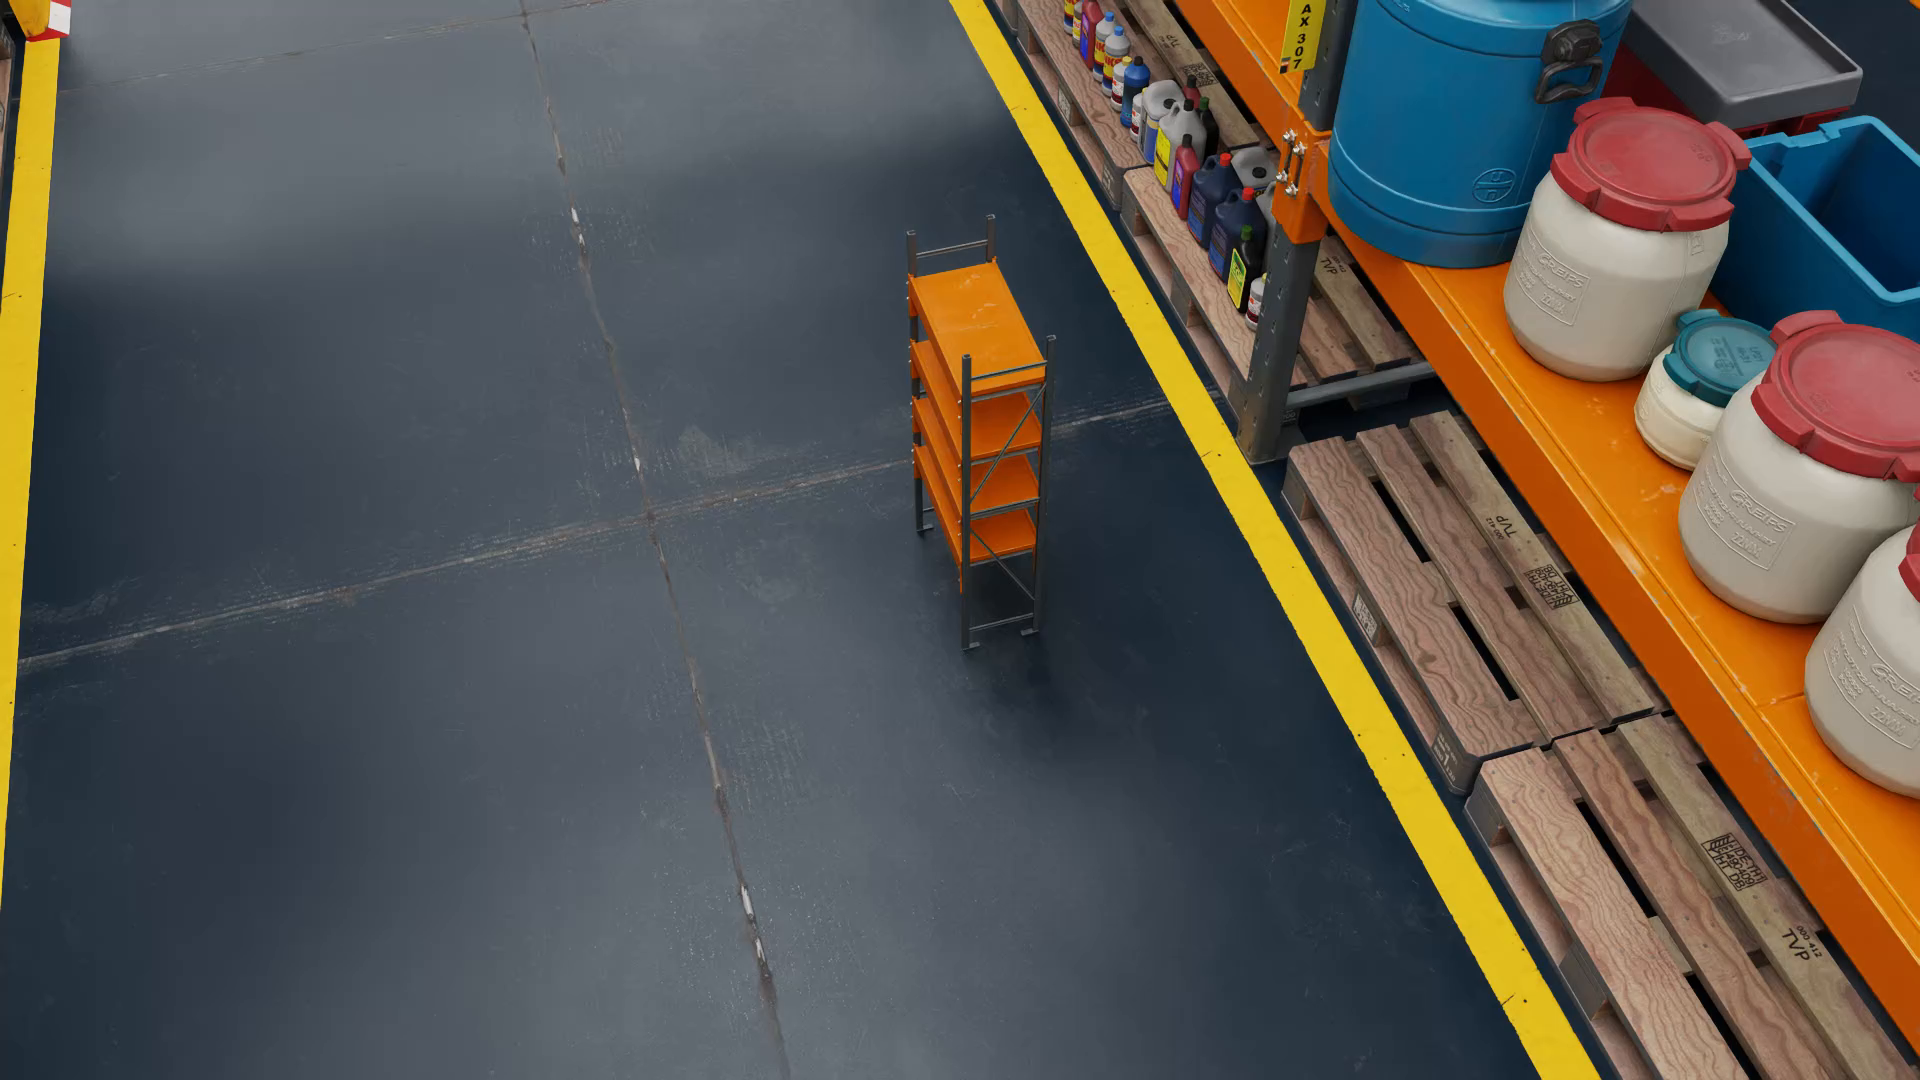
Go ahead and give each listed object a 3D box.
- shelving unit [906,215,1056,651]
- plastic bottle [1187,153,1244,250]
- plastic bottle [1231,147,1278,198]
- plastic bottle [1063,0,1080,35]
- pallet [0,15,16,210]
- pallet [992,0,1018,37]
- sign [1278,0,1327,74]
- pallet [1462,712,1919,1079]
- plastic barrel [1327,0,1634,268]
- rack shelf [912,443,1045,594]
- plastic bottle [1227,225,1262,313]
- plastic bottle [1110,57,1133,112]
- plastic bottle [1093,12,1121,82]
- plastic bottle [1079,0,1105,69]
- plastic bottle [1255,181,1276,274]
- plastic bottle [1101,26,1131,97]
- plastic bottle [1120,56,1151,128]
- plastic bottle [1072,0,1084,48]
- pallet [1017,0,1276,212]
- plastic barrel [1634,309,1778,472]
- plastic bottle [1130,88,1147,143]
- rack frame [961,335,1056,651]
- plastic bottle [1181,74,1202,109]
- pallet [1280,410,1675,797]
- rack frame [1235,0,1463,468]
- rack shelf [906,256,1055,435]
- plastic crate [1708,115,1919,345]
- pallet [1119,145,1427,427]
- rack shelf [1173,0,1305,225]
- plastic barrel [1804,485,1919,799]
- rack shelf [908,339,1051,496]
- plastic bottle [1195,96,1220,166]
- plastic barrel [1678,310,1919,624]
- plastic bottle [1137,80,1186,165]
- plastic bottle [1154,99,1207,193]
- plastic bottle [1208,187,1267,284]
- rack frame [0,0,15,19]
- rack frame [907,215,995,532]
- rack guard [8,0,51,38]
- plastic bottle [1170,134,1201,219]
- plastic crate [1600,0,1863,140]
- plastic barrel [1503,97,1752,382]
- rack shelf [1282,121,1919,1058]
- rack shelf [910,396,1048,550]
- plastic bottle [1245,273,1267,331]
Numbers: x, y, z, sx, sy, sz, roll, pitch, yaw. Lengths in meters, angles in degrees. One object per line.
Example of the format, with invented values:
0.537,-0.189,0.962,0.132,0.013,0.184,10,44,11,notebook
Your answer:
0.049,-0.266,4.689,0.258,1.200,0.503,-13,51,-11,shelving unit
0.886,-1.194,5.740,0.144,0.351,0.185,-16,52,-13,plastic bottle
1.021,-1.222,5.812,0.152,0.276,0.135,-13,51,-11,plastic bottle
0.465,-2.150,6.597,0.097,0.271,0.097,0,50,0,plastic bottle
-4.276,-1.607,6.466,1.003,0.211,1.213,-13,51,-11,pallet
0.529,-2.744,7.425,1.003,0.211,1.213,-13,51,-11,pallet
0.880,-1.334,4.231,0.100,0.325,0.005,-13,51,-11,sign
2.043,0.995,4.273,1.003,0.211,1.213,-13,51,-11,pallet
1.234,-1.172,3.948,0.600,0.901,0.708,-13,51,-11,plastic barrel
0.049,-0.094,4.893,0.258,0.148,0.480,-13,51,-11,rack shelf
0.952,-0.904,5.539,0.061,0.283,0.133,-11,51,-9,plastic bottle
0.625,-1.732,6.290,0.097,0.201,0.097,0,50,0,plastic bottle
0.566,-1.900,6.386,0.097,0.271,0.097,0,50,0,plastic bottle
0.514,-1.984,6.450,0.061,0.283,0.133,-13,51,-10,plastic bottle
1.081,-1.087,5.649,0.144,0.351,0.185,-13,51,-11,plastic bottle
0.596,-1.827,6.325,0.097,0.271,0.097,0,50,0,plastic bottle
0.655,-1.679,6.200,0.097,0.271,0.097,0,50,0,plastic bottle
0.495,-2.052,6.560,0.097,0.201,0.097,0,50,0,plastic bottle
0.886,-1.855,6.675,1.003,0.211,1.213,-13,51,-11,pallet
1.654,-0.315,3.644,0.301,0.262,0.301,0,50,0,plastic barrel
0.686,-1.582,6.164,0.097,0.201,0.097,0,50,0,plastic bottle
0.121,-0.088,4.539,0.240,1.200,0.015,-13,51,-11,rack frame
0.848,-1.552,6.086,0.061,0.283,0.133,-13,51,-11,plastic bottle
1.678,0.103,5.025,1.003,0.211,1.213,-13,51,-11,pallet
1.409,-1.361,4.435,1.000,3.000,0.127,-13,51,-11,rack frame
0.049,-0.519,4.389,0.258,0.148,0.480,-13,51,-11,rack shelf
2.032,-0.620,3.821,0.392,0.384,0.575,-13,51,-11,plastic crate
1.250,-0.962,5.923,1.003,0.211,1.213,-13,51,-11,pallet
0.818,-2.590,5.942,1.077,0.370,4.000,-13,51,-11,rack shelf
1.827,0.196,3.034,0.433,0.535,0.433,0,50,0,plastic barrel
0.049,-0.367,4.570,0.258,0.148,0.480,-13,51,-11,rack shelf
0.881,-1.450,6.000,0.061,0.283,0.133,-13,51,-11,plastic bottle
1.699,-0.120,3.301,0.433,0.535,0.433,0,50,0,plastic barrel
0.747,-1.526,6.068,0.152,0.276,0.135,-12,51,-10,plastic bottle
0.791,-1.430,5.938,0.144,0.351,0.185,-14,51,-11,plastic bottle
0.943,-1.054,5.621,0.144,0.351,0.185,-15,51,-12,plastic bottle
-4.505,-3.162,5.954,1.000,3.000,0.127,-13,51,-11,rack frame
-0.023,-0.444,4.840,0.240,1.200,0.015,-13,51,-11,rack frame
-4.483,-2.301,6.863,1.175,0.500,0.348,-13,51,-11,rack guard
0.798,-1.282,5.858,0.061,0.283,0.133,-10,51,-9,plastic bottle
1.844,-1.097,4.171,0.402,0.464,0.583,-13,51,-11,plastic crate
1.482,-0.656,3.752,0.433,0.535,0.433,0,50,0,plastic barrel
2.000,0.332,3.479,1.077,0.370,4.000,-13,51,-11,rack shelf
0.049,-0.222,4.741,0.258,0.148,0.480,-13,51,-11,rack shelf
1.004,-0.795,5.501,0.097,0.201,0.097,0,50,0,plastic bottle
